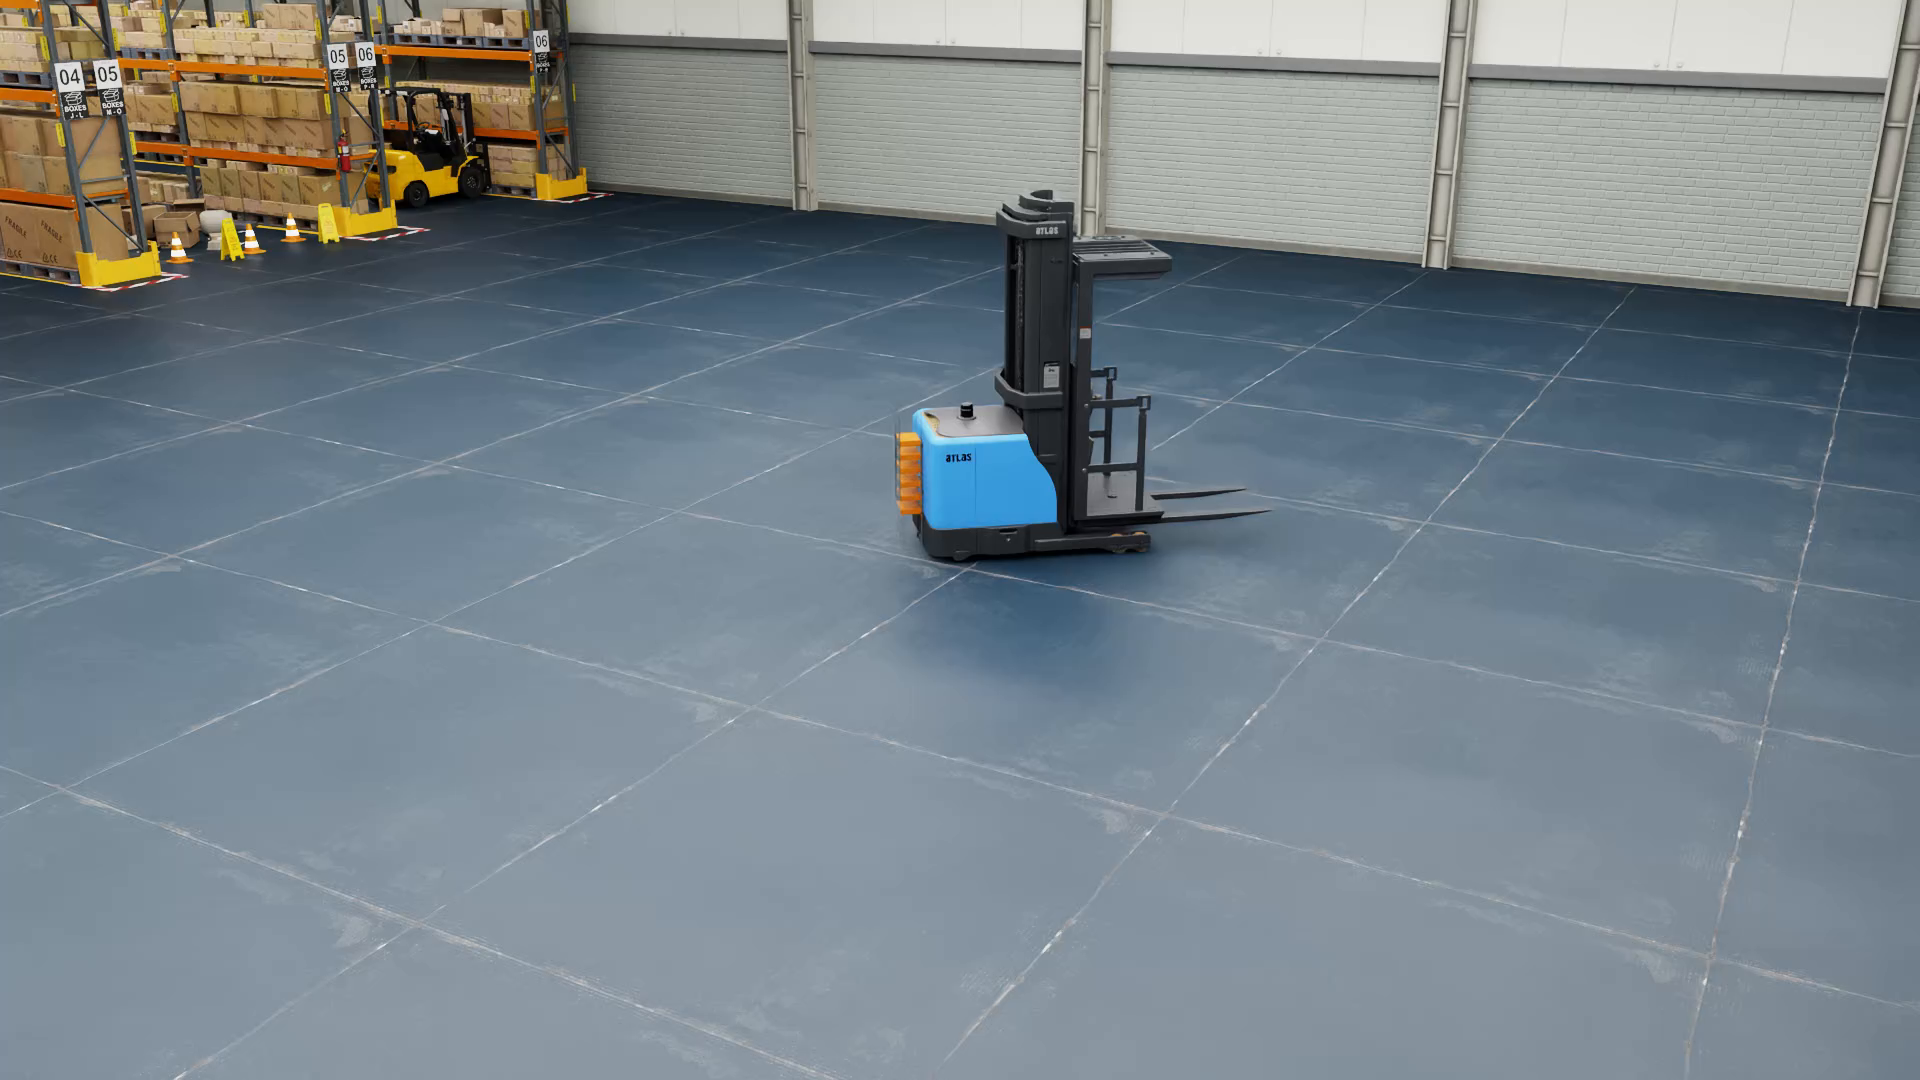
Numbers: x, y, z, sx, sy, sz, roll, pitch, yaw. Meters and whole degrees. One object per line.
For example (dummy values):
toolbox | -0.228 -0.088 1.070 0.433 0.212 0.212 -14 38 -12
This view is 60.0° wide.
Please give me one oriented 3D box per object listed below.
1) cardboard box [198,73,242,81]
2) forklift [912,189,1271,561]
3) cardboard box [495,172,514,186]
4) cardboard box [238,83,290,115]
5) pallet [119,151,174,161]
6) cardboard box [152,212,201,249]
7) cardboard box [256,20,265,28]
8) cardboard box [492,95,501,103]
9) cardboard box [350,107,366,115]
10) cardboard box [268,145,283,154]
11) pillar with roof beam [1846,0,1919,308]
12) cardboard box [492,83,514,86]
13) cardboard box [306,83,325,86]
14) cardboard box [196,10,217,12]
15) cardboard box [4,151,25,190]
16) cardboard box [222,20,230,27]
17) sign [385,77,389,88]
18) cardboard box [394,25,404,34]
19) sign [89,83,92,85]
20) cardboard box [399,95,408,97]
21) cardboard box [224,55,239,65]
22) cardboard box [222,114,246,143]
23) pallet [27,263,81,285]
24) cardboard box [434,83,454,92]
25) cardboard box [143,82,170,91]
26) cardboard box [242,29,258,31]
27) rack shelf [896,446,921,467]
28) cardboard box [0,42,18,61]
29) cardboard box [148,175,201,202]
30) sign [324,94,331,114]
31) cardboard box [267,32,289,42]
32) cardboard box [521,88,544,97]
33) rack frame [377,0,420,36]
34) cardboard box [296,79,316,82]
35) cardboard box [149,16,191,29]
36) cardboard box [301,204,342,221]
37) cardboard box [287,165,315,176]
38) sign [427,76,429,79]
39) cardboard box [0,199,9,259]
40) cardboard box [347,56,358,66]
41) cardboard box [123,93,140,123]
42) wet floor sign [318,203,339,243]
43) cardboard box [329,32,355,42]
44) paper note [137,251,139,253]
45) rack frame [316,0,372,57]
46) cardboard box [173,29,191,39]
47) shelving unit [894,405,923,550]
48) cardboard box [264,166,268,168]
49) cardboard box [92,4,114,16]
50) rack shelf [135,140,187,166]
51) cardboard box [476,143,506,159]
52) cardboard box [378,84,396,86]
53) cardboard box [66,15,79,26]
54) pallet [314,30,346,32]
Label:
cardboard box | -16.514 -10.135 37.138 0.637 0.503 0.797 10 22 26
forklift | 1.152 -1.437 14.028 3.031 2.935 1.130 -4 20 -11
cardboard box | -9.008 -7.316 33.552 0.500 0.250 0.500 11 23 27
cardboard box | -12.286 -7.805 29.434 0.500 0.500 0.700 11 22 27
pallet | -19.090 -9.141 39.255 1.213 0.211 1.003 11 23 27
cardboard box | -13.200 -5.228 28.041 0.637 0.503 0.797 -4 20 -10
cardboard box | -14.842 -11.068 35.661 0.250 0.166 0.380 11 23 27
cardboard box | -9.099 -8.808 33.149 0.250 0.149 0.380 11 22 27
cardboard box | -12.516 -9.024 35.064 0.500 0.250 0.500 11 22 27
cardboard box | -12.014 -6.936 29.455 0.250 0.149 0.380 11 22 27
pillar with roof beam | 10.670 -6.273 18.463 0.400 9.000 9.100 11 23 27
cardboard box | -9.285 -9.201 33.798 0.250 0.149 0.380 10 22 26
cardboard box | -13.732 -9.672 35.532 0.250 0.149 0.380 11 23 28
cardboard box | -16.814 -11.750 37.129 0.250 0.149 0.380 11 23 29
cardboard box | -14.022 -5.707 25.480 0.550 0.550 0.875 11 23 27
cardboard box | -15.859 -11.287 36.318 0.250 0.149 0.380 11 23 28
sign | -11.763 -9.351 34.163 0.005 0.325 0.100 11 23 27
cardboard box | -11.263 -10.378 33.784 0.250 0.149 0.380 11 23 28
sign | -17.160 -8.864 32.821 0.005 0.325 0.100 11 23 27
cardboard box | -11.357 -9.228 34.307 0.250 0.149 0.380 10 22 26
cardboard box | -12.689 -8.455 29.245 0.250 0.149 0.380 10 22 26
cardboard box | -12.794 -7.395 29.771 0.500 0.500 0.500 11 22 27
pallet | -13.494 -4.172 25.556 1.213 0.211 1.003 11 23 27
cardboard box | -10.459 -9.193 33.774 0.250 0.149 0.380 10 22 26
cardboard box | -15.161 -8.551 31.391 0.250 0.149 0.380 12 23 30
cardboard box | -12.624 -9.039 29.685 0.250 0.149 0.380 10 22 26
rack shelf | -0.435 -0.708 13.984 0.180 0.103 0.258 -4 20 -11
cardboard box | -13.758 -7.179 24.378 0.500 0.250 0.500 11 23 27
cardboard box | -15.013 -6.696 31.663 0.625 0.372 0.950 12 23 31
sign | -10.720 -7.394 28.190 0.005 0.325 0.100 11 23 27
cardboard box | -11.716 -8.690 28.724 0.250 0.149 0.380 11 23 27
cardboard box | -8.430 -8.830 32.776 0.250 0.149 0.380 11 23 27
rack frame | -11.507 -11.827 33.774 0.127 3.000 1.000 11 23 27
cardboard box | -14.333 -10.020 36.491 0.250 0.149 0.380 11 23 29
cardboard box | -14.679 -9.597 30.895 0.500 0.250 0.500 10 22 26
cardboard box | -11.290 -5.827 29.445 0.500 0.250 0.500 11 23 27
cardboard box | -11.612 -6.522 29.313 0.250 0.149 0.380 12 23 29
sign | -11.237 -9.617 35.092 0.005 0.325 0.100 11 23 27
cardboard box | -14.946 -4.963 26.147 0.875 0.875 0.875 11 23 28
cardboard box | -10.563 -8.307 28.837 0.250 0.149 0.380 11 23 27
cardboard box | -15.320 -8.091 31.073 0.500 0.500 0.500 12 23 29
wet floor sign | -10.788 -5.407 28.324 0.267 0.644 0.232 -16 26 -38
cardboard box | -10.643 -8.650 28.613 0.250 0.149 0.380 11 22 27
paper note | -13.575 -4.756 27.462 0.032 0.001 0.123 -11 23 -29
rack frame | -10.432 -9.684 27.864 0.127 3.000 1.000 11 23 27
cardboard box | -13.808 -9.046 29.704 0.250 0.149 0.380 10 22 26
shelving unit | -0.435 -0.524 14.051 0.189 1.200 0.258 -4 20 -11
cardboard box | -12.386 -6.599 30.475 0.500 0.500 0.500 12 23 30
cardboard box | -19.496 -12.146 38.102 0.500 0.250 0.500 10 22 26
rack shelf | -15.670 -7.523 31.761 4.000 0.370 1.077 11 23 27
cardboard box | -9.463 -7.864 33.597 0.500 0.250 0.500 11 23 28
cardboard box | -12.135 -9.583 35.287 0.250 0.149 0.380 11 23 27
cardboard box | -20.371 -12.080 38.654 0.500 0.250 0.500 10 22 26
pallet | -13.385 -10.722 35.403 1.213 0.211 1.003 12 23 30
